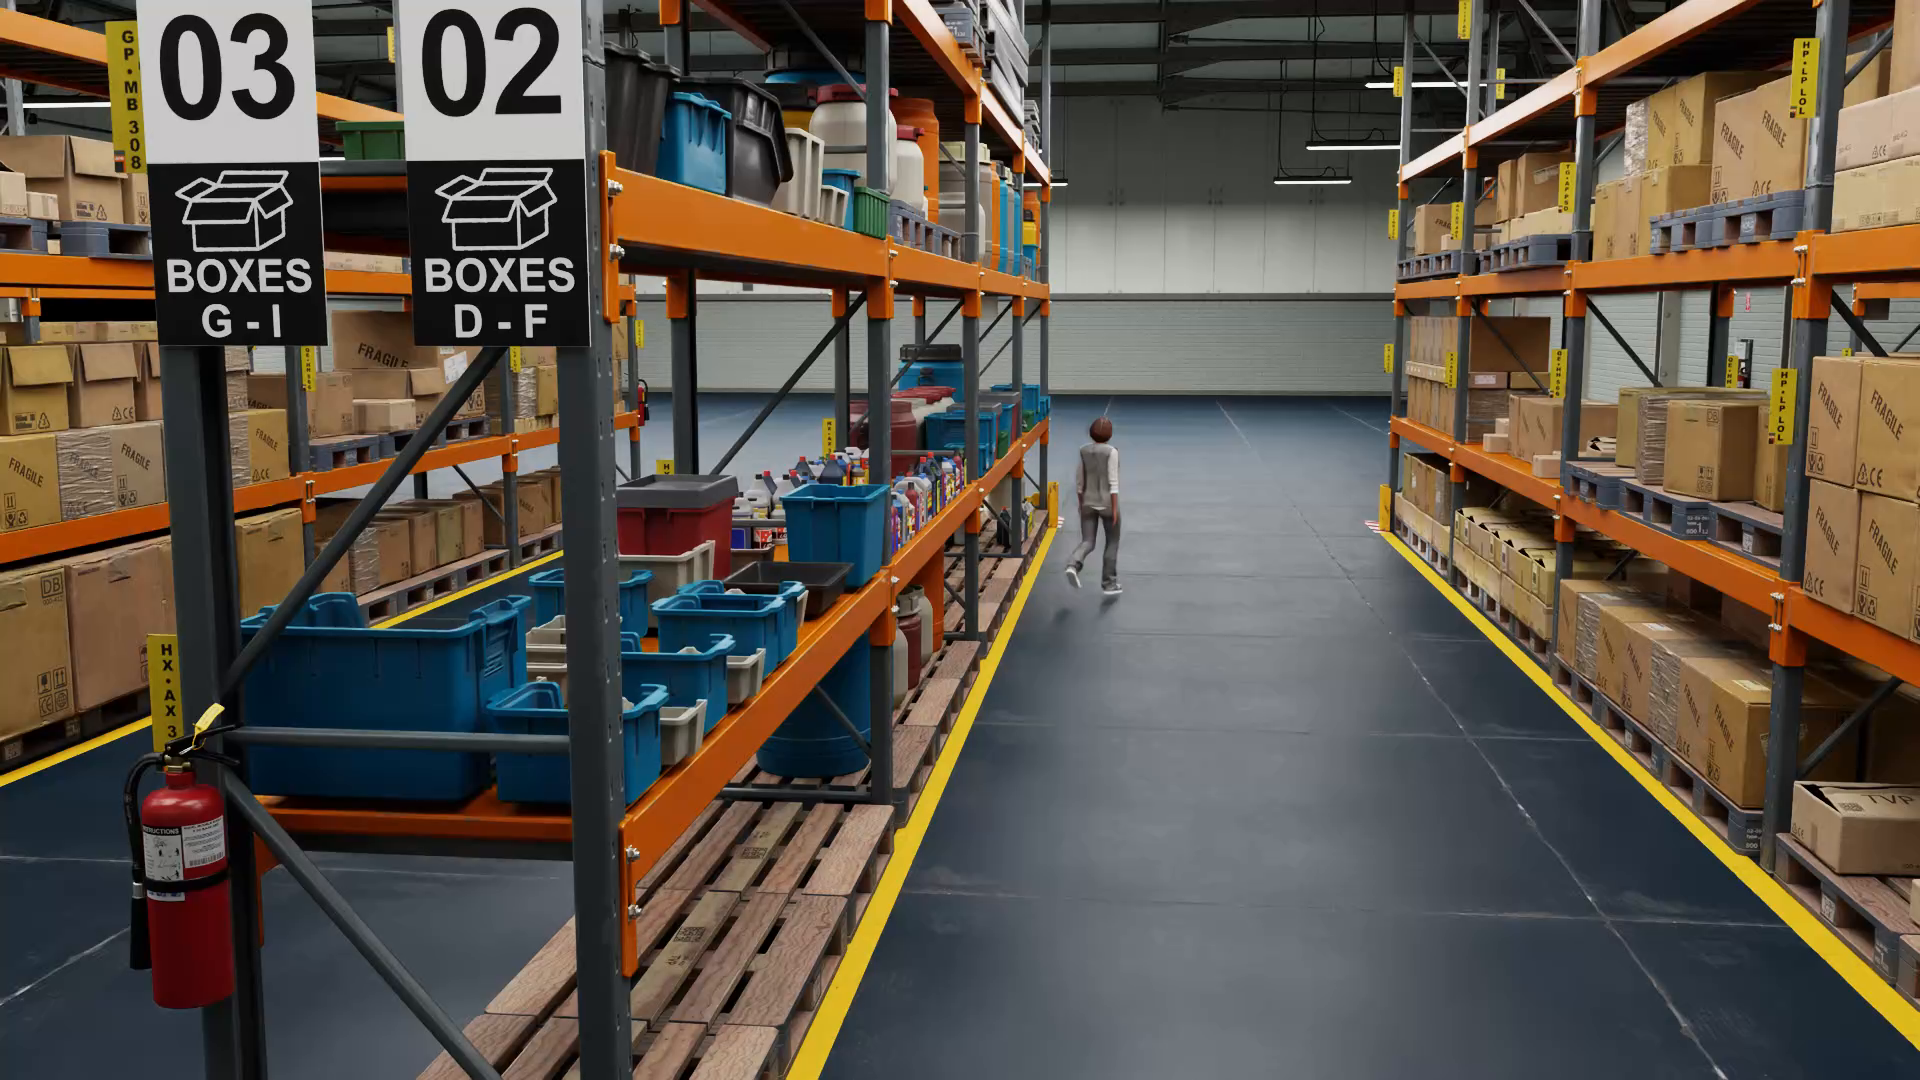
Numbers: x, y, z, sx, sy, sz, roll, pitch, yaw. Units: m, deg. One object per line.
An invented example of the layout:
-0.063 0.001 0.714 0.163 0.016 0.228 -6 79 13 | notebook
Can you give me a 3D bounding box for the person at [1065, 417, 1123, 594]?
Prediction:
1.173 -0.276 14.444 0.433 1.558 0.765 5 9 31 | person
